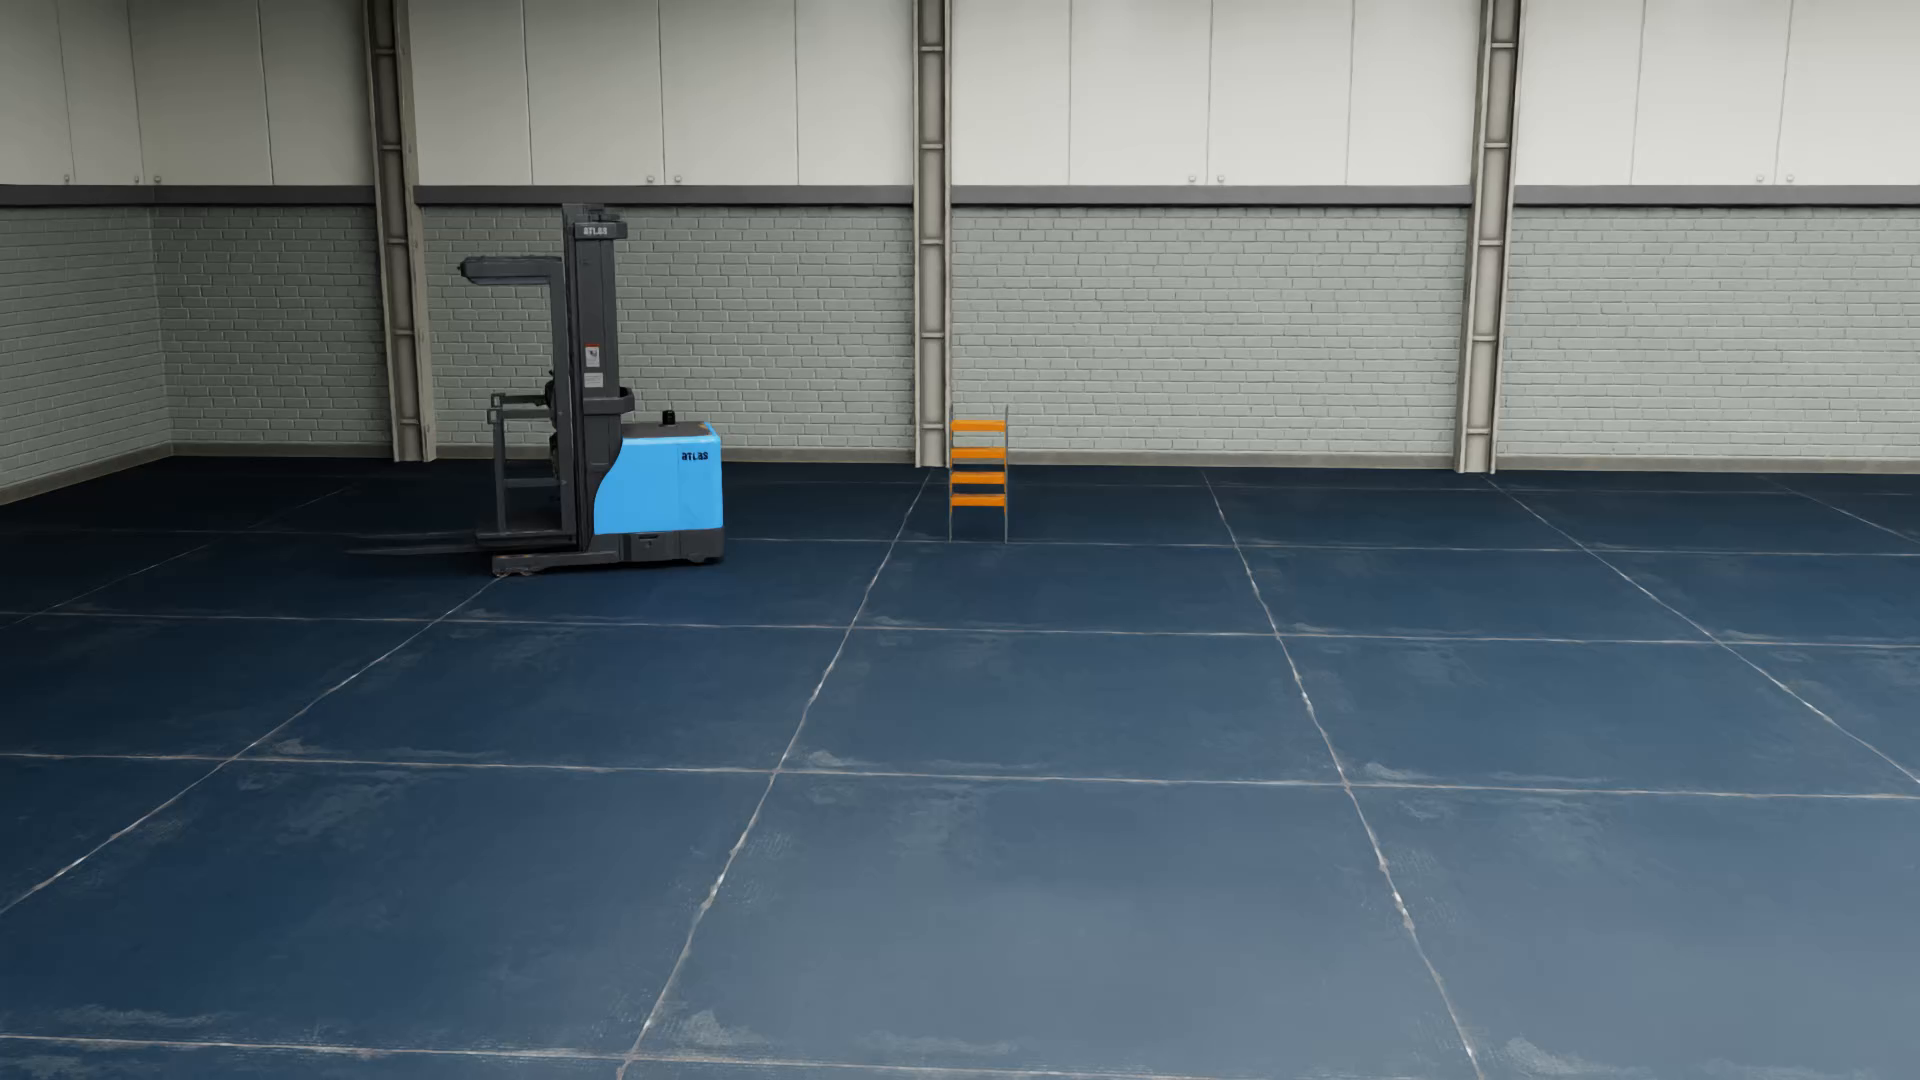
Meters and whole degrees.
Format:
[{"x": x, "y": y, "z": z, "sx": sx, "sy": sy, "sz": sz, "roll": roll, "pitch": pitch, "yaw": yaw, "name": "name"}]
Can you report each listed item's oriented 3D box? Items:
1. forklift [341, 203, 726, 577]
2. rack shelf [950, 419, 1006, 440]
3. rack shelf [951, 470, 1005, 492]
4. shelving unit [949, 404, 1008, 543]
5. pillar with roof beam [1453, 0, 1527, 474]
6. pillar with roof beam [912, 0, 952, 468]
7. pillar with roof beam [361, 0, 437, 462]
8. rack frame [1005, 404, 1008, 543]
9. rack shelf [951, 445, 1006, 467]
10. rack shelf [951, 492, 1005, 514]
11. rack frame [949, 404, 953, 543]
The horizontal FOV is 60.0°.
[{"x": -3.526, "y": -1.258, "z": 13.621, "sx": 3.031, "sy": 2.935, "sz": 1.130, "roll": -3, "pitch": 12, "yaw": -13, "name": "forklift"}, {"x": 0.165, "y": -0.970, "z": 14.554, "sx": 0.480, "sy": 0.148, "sz": 0.258, "roll": 1, "pitch": 12, "yaw": 4, "name": "rack shelf"}, {"x": 0.165, "y": -0.519, "z": 14.648, "sx": 0.480, "sy": 0.148, "sz": 0.258, "roll": 1, "pitch": 12, "yaw": 4, "name": "rack shelf"}, {"x": 0.165, "y": -0.585, "z": 14.634, "sx": 0.503, "sy": 1.200, "sz": 0.258, "roll": 1, "pitch": 12, "yaw": 4, "name": "shelving unit"}, {"x": 5.402, "y": -4.288, "z": 13.288, "sx": 0.400, "sy": 9.000, "sz": 9.100, "roll": 1, "pitch": 12, "yaw": 4, "name": "pillar with roof beam"}, {"x": -0.585, "y": -4.370, "z": 13.681, "sx": 0.400, "sy": 9.000, "sz": 9.100, "roll": 1, "pitch": 12, "yaw": 4, "name": "pillar with roof beam"}, {"x": -6.572, "y": -4.452, "z": 14.073, "sx": 0.400, "sy": 9.000, "sz": 9.100, "roll": 1, "pitch": 12, "yaw": 4, "name": "pillar with roof beam"}, {"x": 0.409, "y": -0.582, "z": 14.618, "sx": 0.015, "sy": 1.200, "sz": 0.240, "roll": 1, "pitch": 12, "yaw": 4, "name": "rack frame"}, {"x": 0.165, "y": -0.738, "z": 14.602, "sx": 0.480, "sy": 0.148, "sz": 0.258, "roll": 1, "pitch": 12, "yaw": 4, "name": "rack shelf"}, {"x": 0.165, "y": -0.325, "z": 14.689, "sx": 0.480, "sy": 0.148, "sz": 0.258, "roll": 1, "pitch": 12, "yaw": 4, "name": "rack shelf"}, {"x": -0.078, "y": -0.588, "z": 14.650, "sx": 0.015, "sy": 1.200, "sz": 0.240, "roll": 1, "pitch": 12, "yaw": 4, "name": "rack frame"}]
